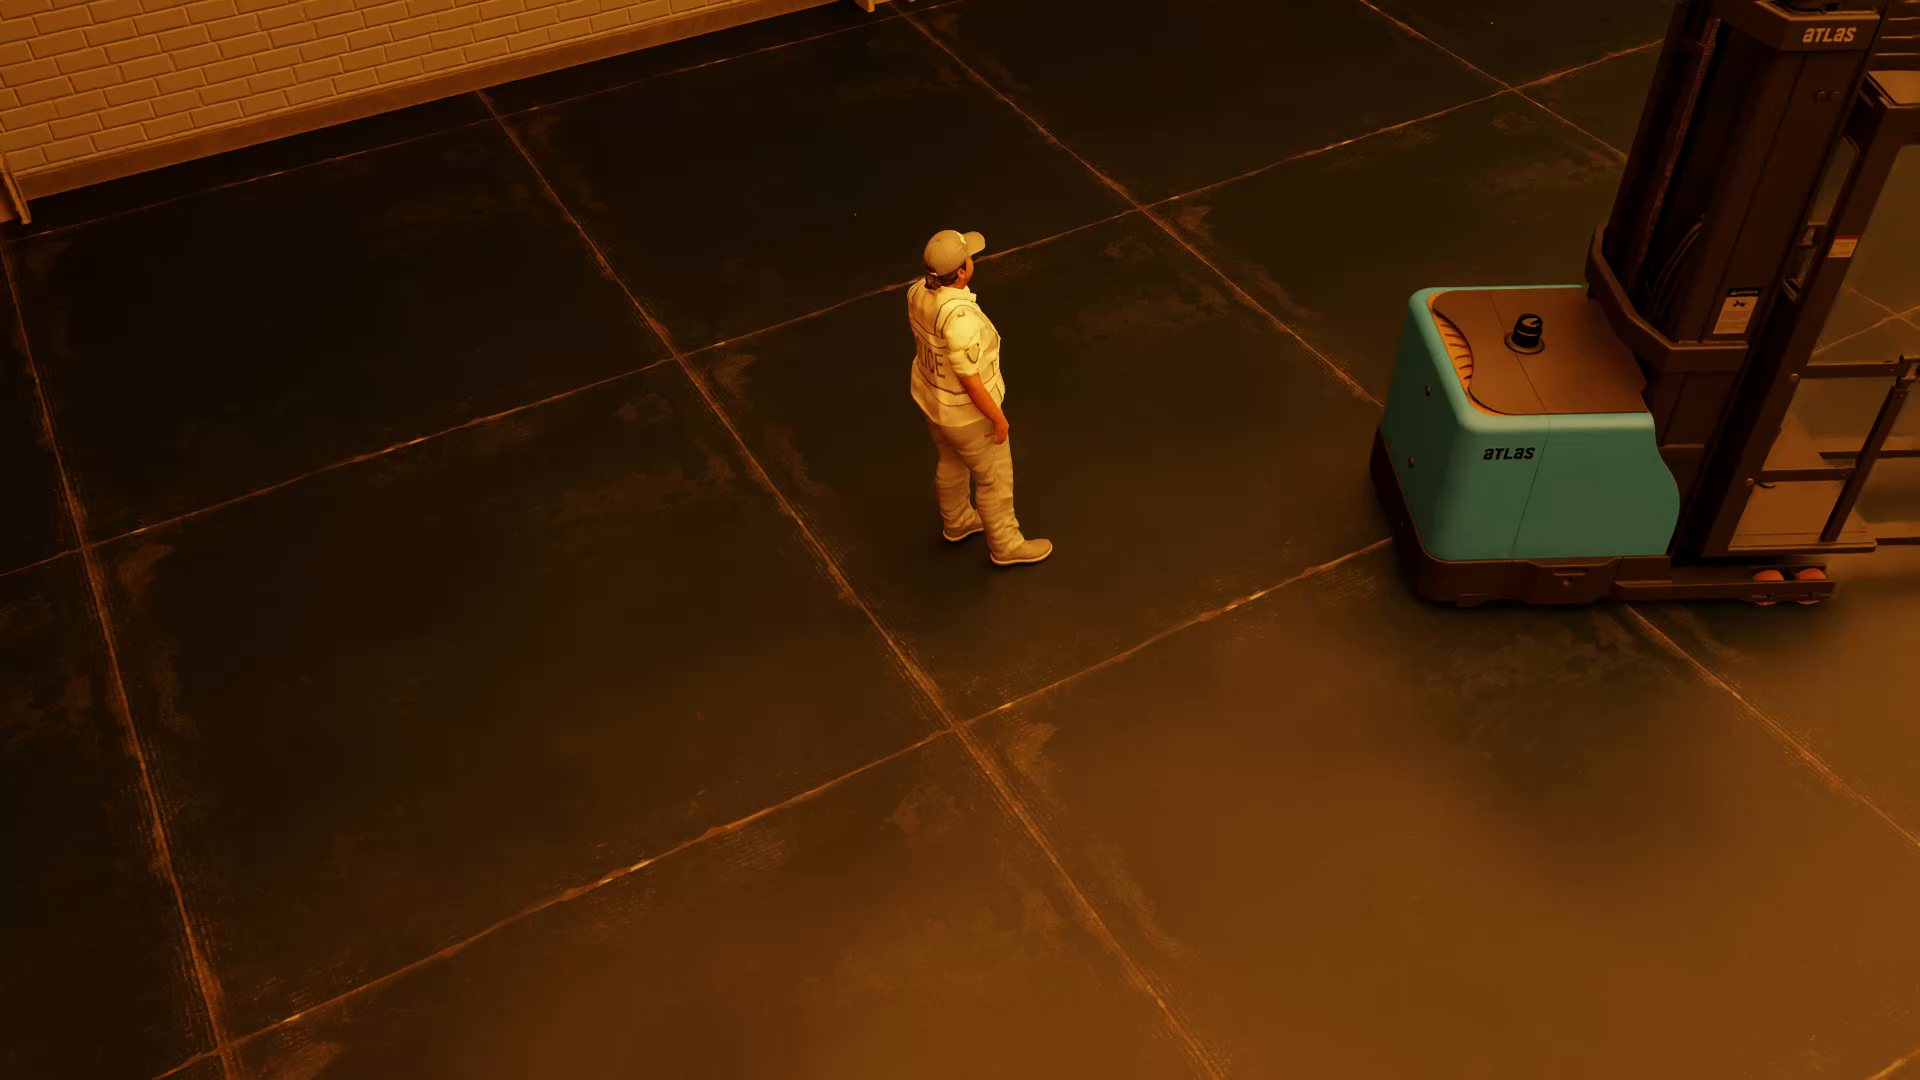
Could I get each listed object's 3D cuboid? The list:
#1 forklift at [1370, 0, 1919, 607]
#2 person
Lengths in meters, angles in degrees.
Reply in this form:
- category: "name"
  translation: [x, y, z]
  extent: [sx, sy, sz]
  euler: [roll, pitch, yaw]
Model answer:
- category: "forklift"
  translation: [3.538, -1.140, 6.927]
  extent: [3.031, 2.935, 1.130]
  euler: [-2, 43, -2]
- category: "person"
  translation: [0.078, -0.628, 7.295]
  extent: [0.529, 1.670, 0.598]
  euler: [-21, 47, -21]
